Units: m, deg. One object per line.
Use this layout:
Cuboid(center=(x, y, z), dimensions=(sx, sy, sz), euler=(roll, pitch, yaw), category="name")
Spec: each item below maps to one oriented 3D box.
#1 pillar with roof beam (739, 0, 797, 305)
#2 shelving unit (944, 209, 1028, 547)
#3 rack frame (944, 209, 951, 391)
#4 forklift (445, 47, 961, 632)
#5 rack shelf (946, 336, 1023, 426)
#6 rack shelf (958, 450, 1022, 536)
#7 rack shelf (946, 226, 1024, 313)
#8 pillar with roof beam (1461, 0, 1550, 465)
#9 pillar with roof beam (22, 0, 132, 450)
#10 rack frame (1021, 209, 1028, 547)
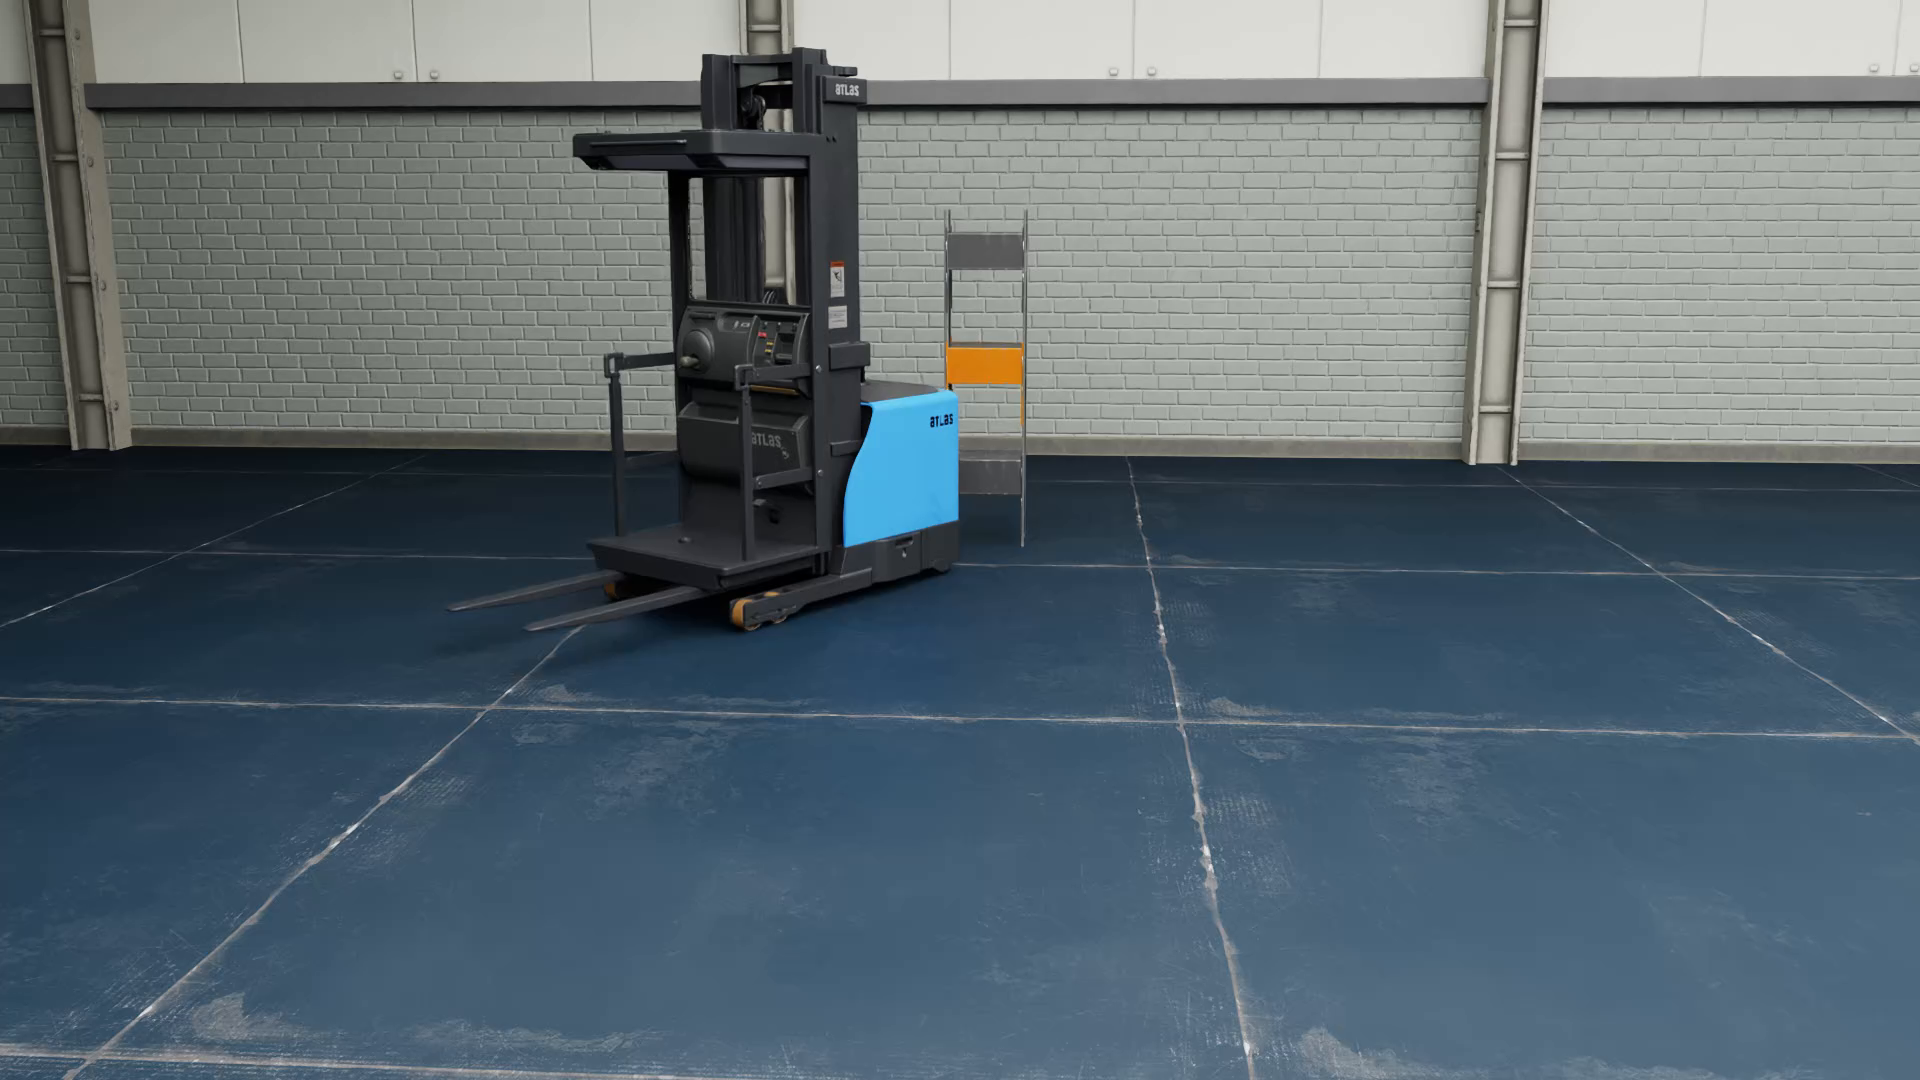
Cuboid(center=(-1.861, -4.259, 9.150), dimensions=(0.400, 9.000, 9.100), euler=(1, 12, 4), category="pillar with roof beam")
Cuboid(center=(0.165, -1.025, 10.542), dimensions=(0.503, 2.100, 0.431), euler=(1, 12, 4), category="shelving unit")
Cuboid(center=(-0.078, -1.029, 10.558), dimensions=(0.015, 2.100, 0.400), euler=(1, 12, 4), category="rack frame")
Cuboid(center=(-1.305, -1.083, 8.788), dimensions=(1.130, 2.935, 3.031), euler=(9, 15, 38), category="forklift")
Cuboid(center=(0.165, -1.012, 10.545), dimensions=(0.480, 0.518, 0.431), euler=(1, 12, 4), category="rack shelf")
Cuboid(center=(0.165, -0.327, 10.688), dimensions=(0.480, 0.518, 0.431), euler=(1, 12, 4), category="rack shelf")
Cuboid(center=(0.165, -1.697, 10.402), dimensions=(0.480, 0.518, 0.431), euler=(1, 12, 4), category="rack shelf")
Cuboid(center=(4.125, -4.177, 8.758), dimensions=(0.400, 9.000, 9.100), euler=(1, 12, 4), category="pillar with roof beam")
Cuboid(center=(-7.848, -4.341, 9.542), dimensions=(0.400, 9.000, 9.100), euler=(1, 12, 4), category="pillar with roof beam")
Cuboid(center=(0.409, -1.022, 10.526), dimensions=(0.015, 2.100, 0.400), euler=(1, 12, 4), category="rack frame")
